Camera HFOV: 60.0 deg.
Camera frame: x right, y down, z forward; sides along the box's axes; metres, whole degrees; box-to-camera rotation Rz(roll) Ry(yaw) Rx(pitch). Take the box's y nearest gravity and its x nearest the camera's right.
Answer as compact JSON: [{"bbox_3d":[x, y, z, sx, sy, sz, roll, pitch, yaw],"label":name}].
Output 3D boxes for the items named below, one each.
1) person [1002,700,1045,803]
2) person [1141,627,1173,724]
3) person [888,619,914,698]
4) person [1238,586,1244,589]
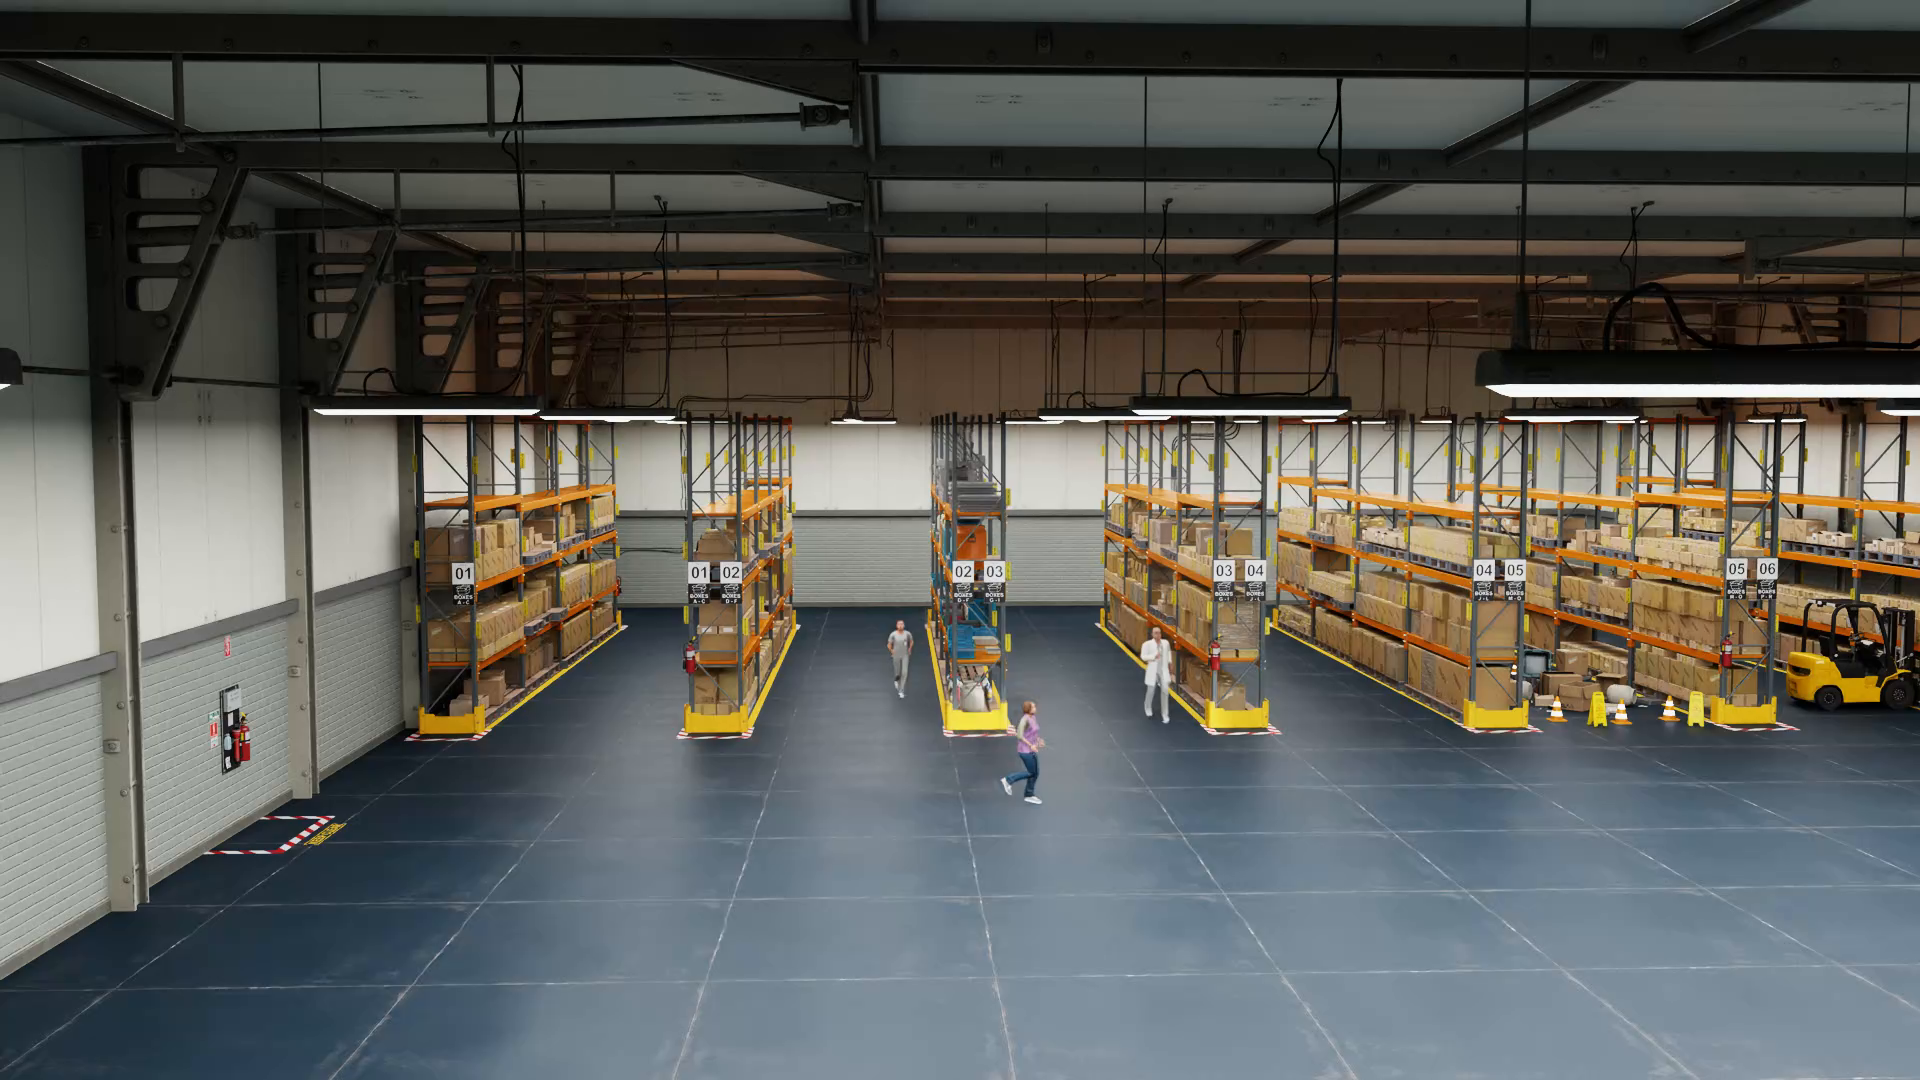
[{"bbox_3d":[0.975,3.225,25.398,0.598,1.578,0.537,1,4,19],"label":"person"},{"bbox_3d":[3.839,2.608,32.456,0.685,1.821,0.958,-1,4,-9],"label":"person"},{"bbox_3d":[-1.261,2.508,35.449,0.565,1.640,0.791,-1,4,-8],"label":"person"},{"bbox_3d":[7.797,1.694,47.182,0.780,1.715,0.858,1,4,13],"label":"person"}]
